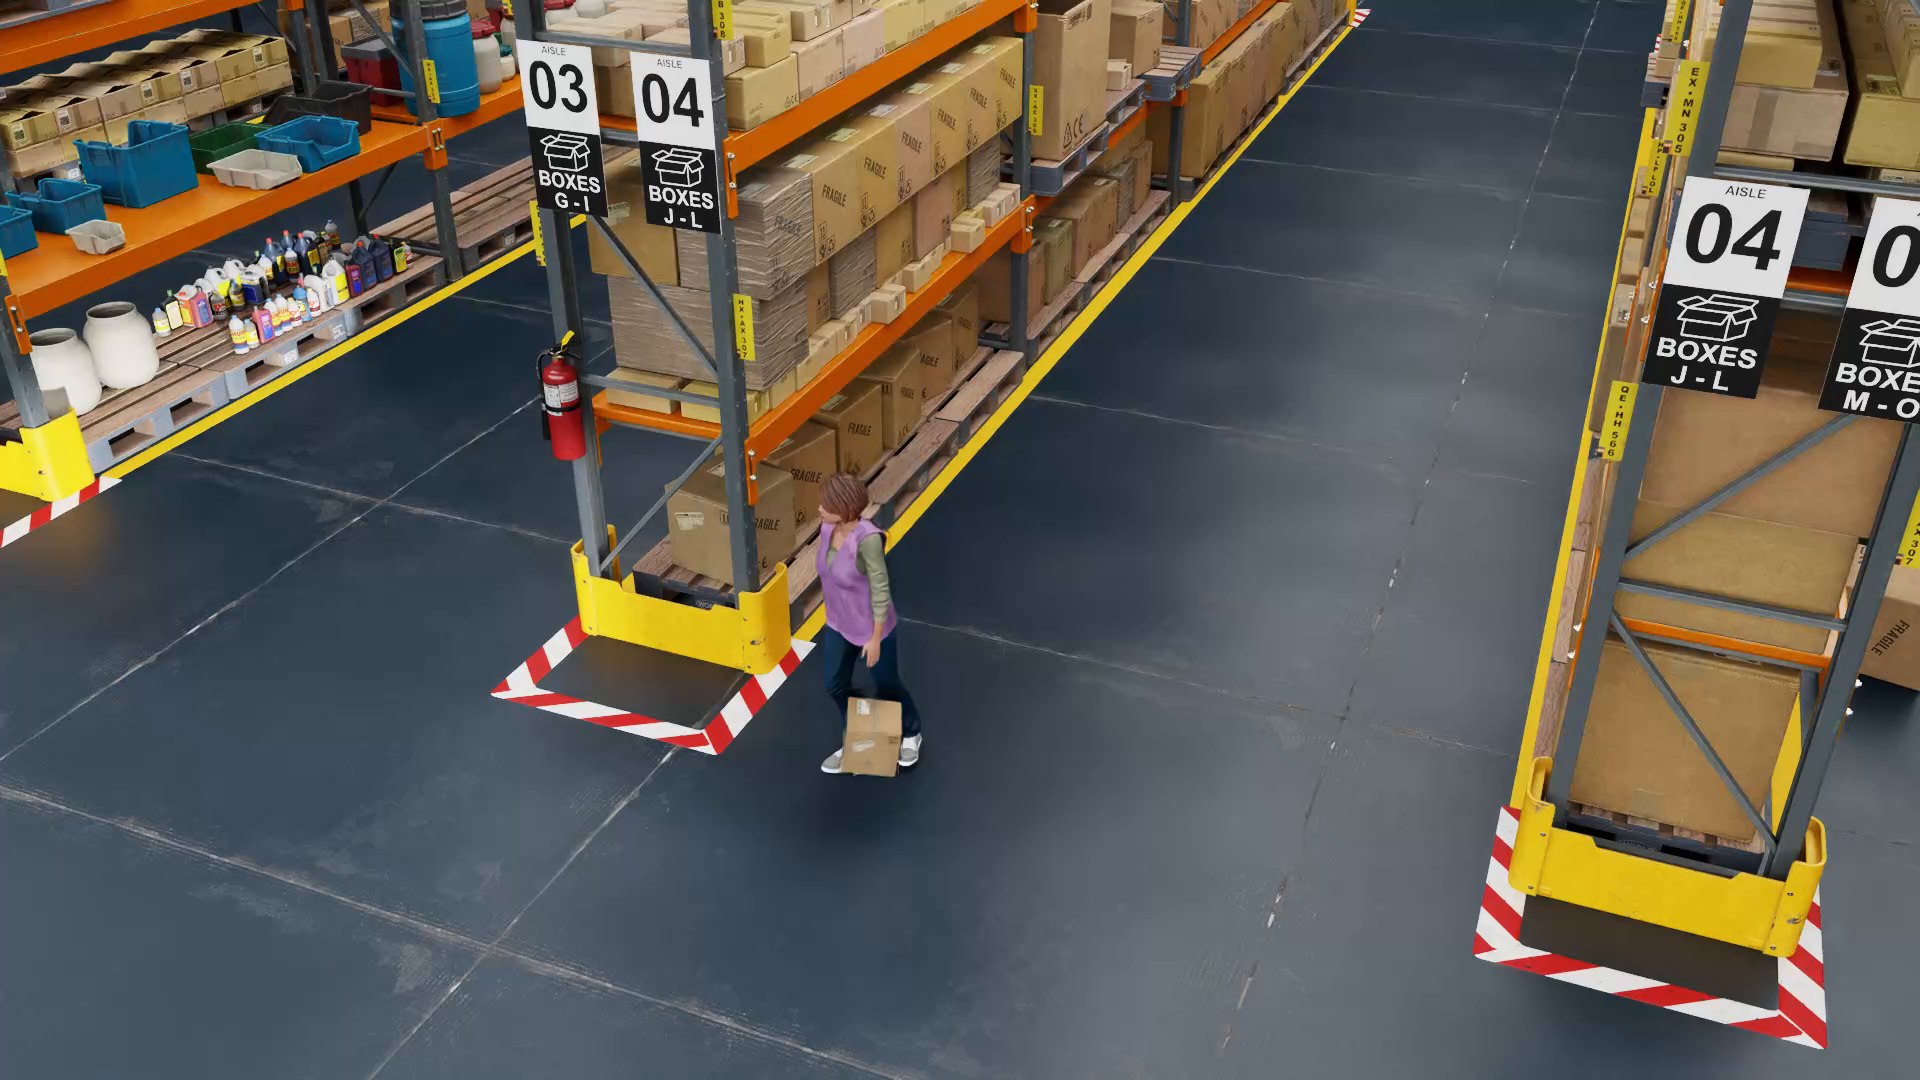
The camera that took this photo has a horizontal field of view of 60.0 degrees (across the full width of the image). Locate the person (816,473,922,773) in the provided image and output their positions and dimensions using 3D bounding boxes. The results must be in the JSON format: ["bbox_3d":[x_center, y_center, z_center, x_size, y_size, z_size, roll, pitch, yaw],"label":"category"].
[{"bbox_3d":[-0.433,0.380,7.740,0.511,1.586,0.442,-24,38,-35],"label":"person"}]
